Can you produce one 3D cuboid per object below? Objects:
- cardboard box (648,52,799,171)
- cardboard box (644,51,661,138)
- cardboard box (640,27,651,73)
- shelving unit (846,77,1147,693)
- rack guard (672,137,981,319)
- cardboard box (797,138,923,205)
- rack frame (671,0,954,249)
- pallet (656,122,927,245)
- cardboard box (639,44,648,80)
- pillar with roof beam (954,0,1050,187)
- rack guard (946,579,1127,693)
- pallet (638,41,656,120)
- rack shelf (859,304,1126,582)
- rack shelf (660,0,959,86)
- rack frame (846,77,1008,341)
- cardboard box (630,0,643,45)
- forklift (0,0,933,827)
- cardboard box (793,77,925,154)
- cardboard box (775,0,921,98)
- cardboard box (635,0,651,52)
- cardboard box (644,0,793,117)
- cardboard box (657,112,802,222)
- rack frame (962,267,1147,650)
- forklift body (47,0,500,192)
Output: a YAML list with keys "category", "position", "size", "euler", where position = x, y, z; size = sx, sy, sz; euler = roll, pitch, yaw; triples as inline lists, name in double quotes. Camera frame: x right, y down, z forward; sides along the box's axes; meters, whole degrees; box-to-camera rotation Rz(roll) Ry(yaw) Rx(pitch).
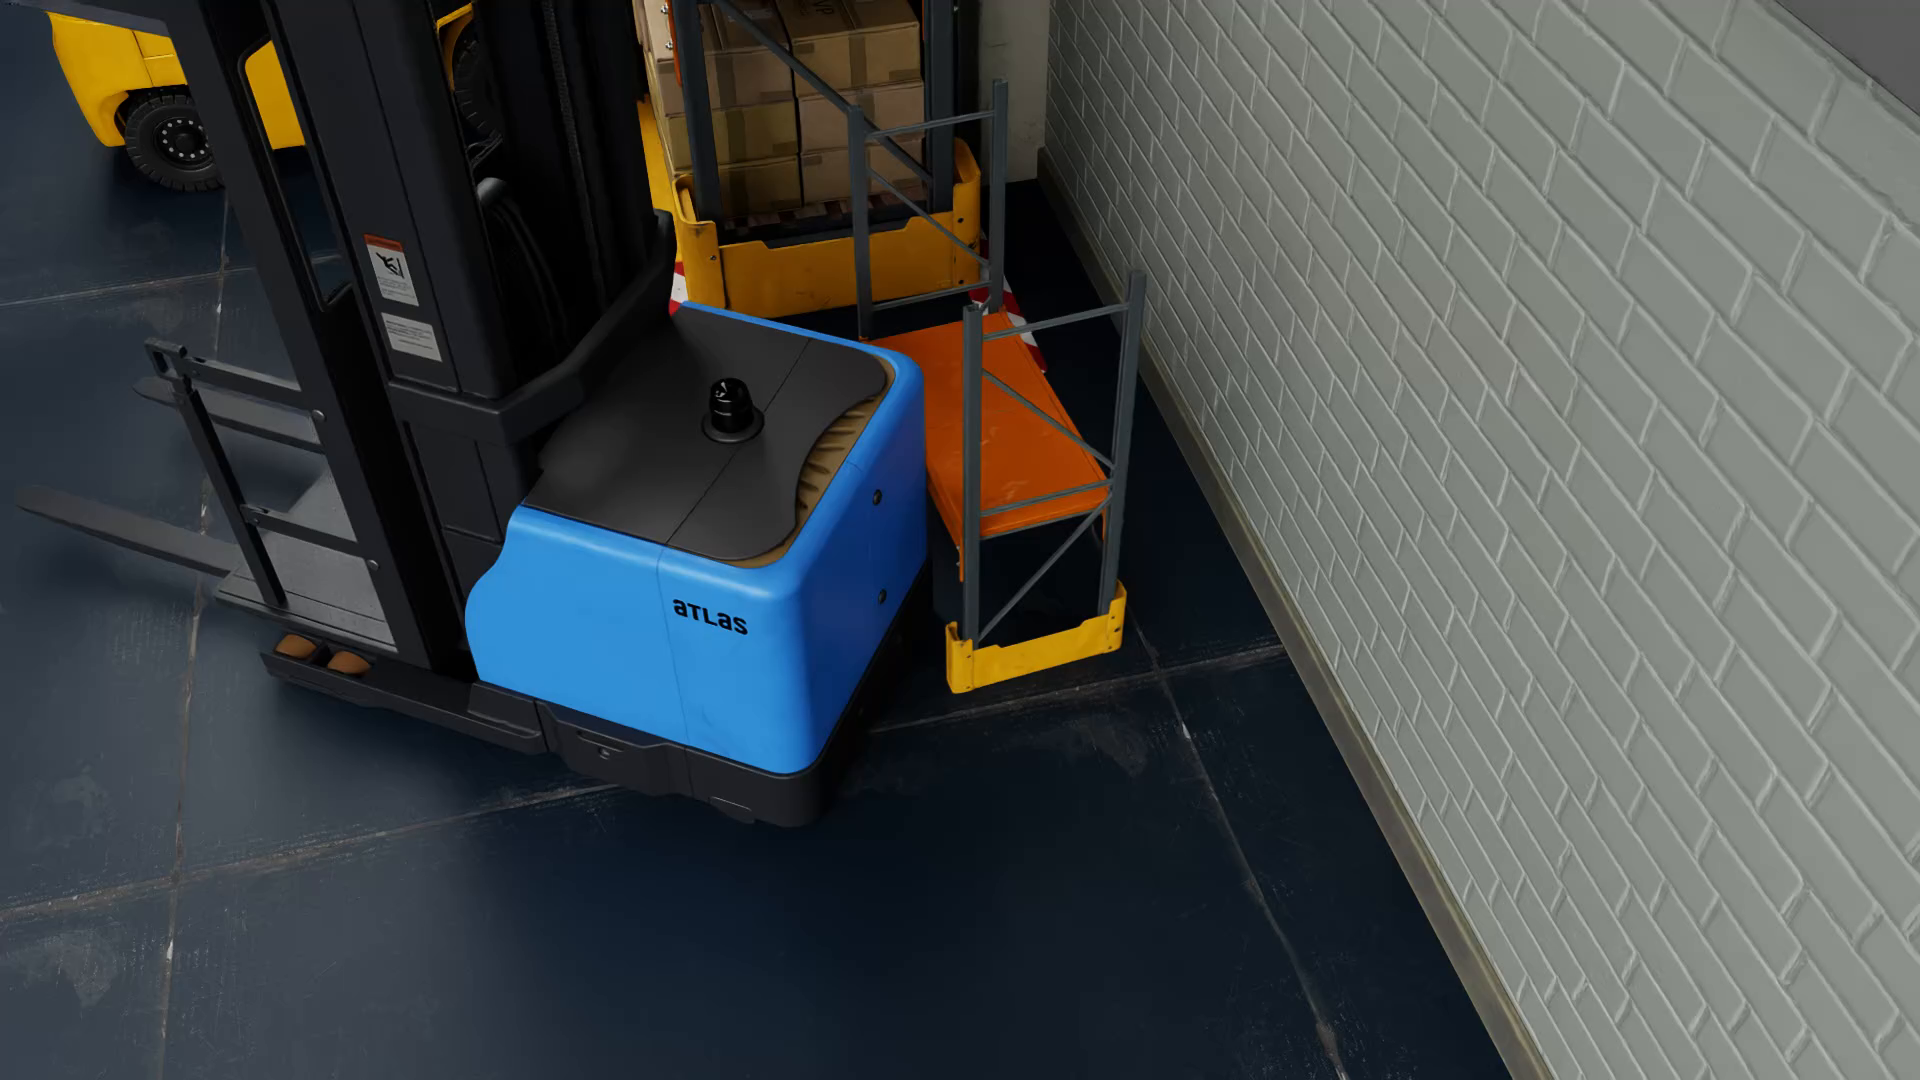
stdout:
- category: "cardboard box"
  position: [-0.947, -1.749, 6.645]
  size: [0.500, 0.250, 0.500]
  euler: [-11, 47, -11]
- category: "cardboard box"
  position: [-1.064, -1.907, 7.149]
  size: [0.500, 0.250, 0.500]
  euler: [-11, 47, -10]
- category: "cardboard box"
  position: [-1.065, -2.097, 6.986]
  size: [0.500, 0.250, 0.500]
  euler: [-11, 47, -11]
- category: "shelving unit"
  position: [0.073, -0.467, 5.158]
  size: [0.587, 1.500, 1.083]
  euler: [-14, 47, -14]
- category: "rack guard"
  position: [-0.514, -1.219, 6.594]
  size: [1.175, 0.500, 0.348]
  euler: [-11, 47, -10]
- category: "cardboard box"
  position: [-0.456, -1.670, 6.917]
  size: [0.500, 0.250, 0.500]
  euler: [-11, 47, -10]
- category: "rack frame"
  position: [-0.520, -2.110, 5.718]
  size: [1.000, 3.000, 0.127]
  euler: [-11, 47, -10]
- category: "pallet"
  position: [-0.756, -1.655, 7.224]
  size: [1.003, 0.211, 1.213]
  euler: [-11, 47, -10]
- category: "cardboard box"
  position: [-1.183, -2.254, 7.490]
  size: [0.500, 0.250, 0.500]
  euler: [-10, 46, -10]
- category: "pillar with roof beam"
  position: [-3.988, -4.069, 3.437]
  size: [9.100, 9.000, 0.400]
  euler: [-11, 47, -10]
- category: "rack guard"
  position: [0.241, 0.305, 5.276]
  size: [0.587, 0.250, 0.087]
  euler: [-14, 47, -14]
- category: "pallet"
  position: [-1.065, -2.495, 8.048]
  size: [1.003, 0.211, 1.213]
  euler: [-11, 47, -10]
- category: "rack shelf"
  position: [0.076, -0.335, 5.280]
  size: [0.538, 0.185, 1.000]
  euler: [-14, 47, -14]
- category: "rack shelf"
  position: [-1.032, -3.239, 7.328]
  size: [1.077, 0.370, 4.000]
  euler: [-11, 47, -10]
- category: "rack frame"
  position: [-0.095, -0.803, 5.487]
  size: [0.500, 1.500, 0.032]
  euler: [-14, 47, -14]
- category: "cardboard box"
  position: [-1.217, -2.450, 7.332]
  size: [0.500, 0.250, 0.500]
  euler: [-12, 47, -11]
- category: "forklift"
  position: [-1.660, -0.851, 4.532]
  size: [3.031, 2.935, 1.130]
  euler: [15, 47, 14]
- category: "cardboard box"
  position: [-0.439, -1.833, 6.727]
  size: [0.500, 0.250, 0.500]
  euler: [-10, 46, -10]
- category: "cardboard box"
  position: [-0.460, -2.011, 6.552]
  size: [0.500, 0.250, 0.500]
  euler: [-11, 47, -11]
- category: "cardboard box"
  position: [-1.076, -2.257, 6.793]
  size: [0.500, 0.250, 0.500]
  euler: [-10, 46, -10]
- category: "cardboard box"
  position: [-0.939, -1.906, 6.449]
  size: [0.500, 0.250, 0.500]
  euler: [-9, 46, -9]
- category: "cardboard box"
  position: [-0.945, -1.562, 6.811]
  size: [0.500, 0.250, 0.500]
  euler: [-10, 46, -10]
- category: "rack frame"
  position: [0.247, -0.119, 4.817]
  size: [0.500, 1.500, 0.032]
  euler: [-14, 47, -14]
- category: "forklift body"
  position: [-2.769, -2.789, 6.977]
  size: [2.313, 2.155, 1.214]
  euler: [-11, 47, -10]
